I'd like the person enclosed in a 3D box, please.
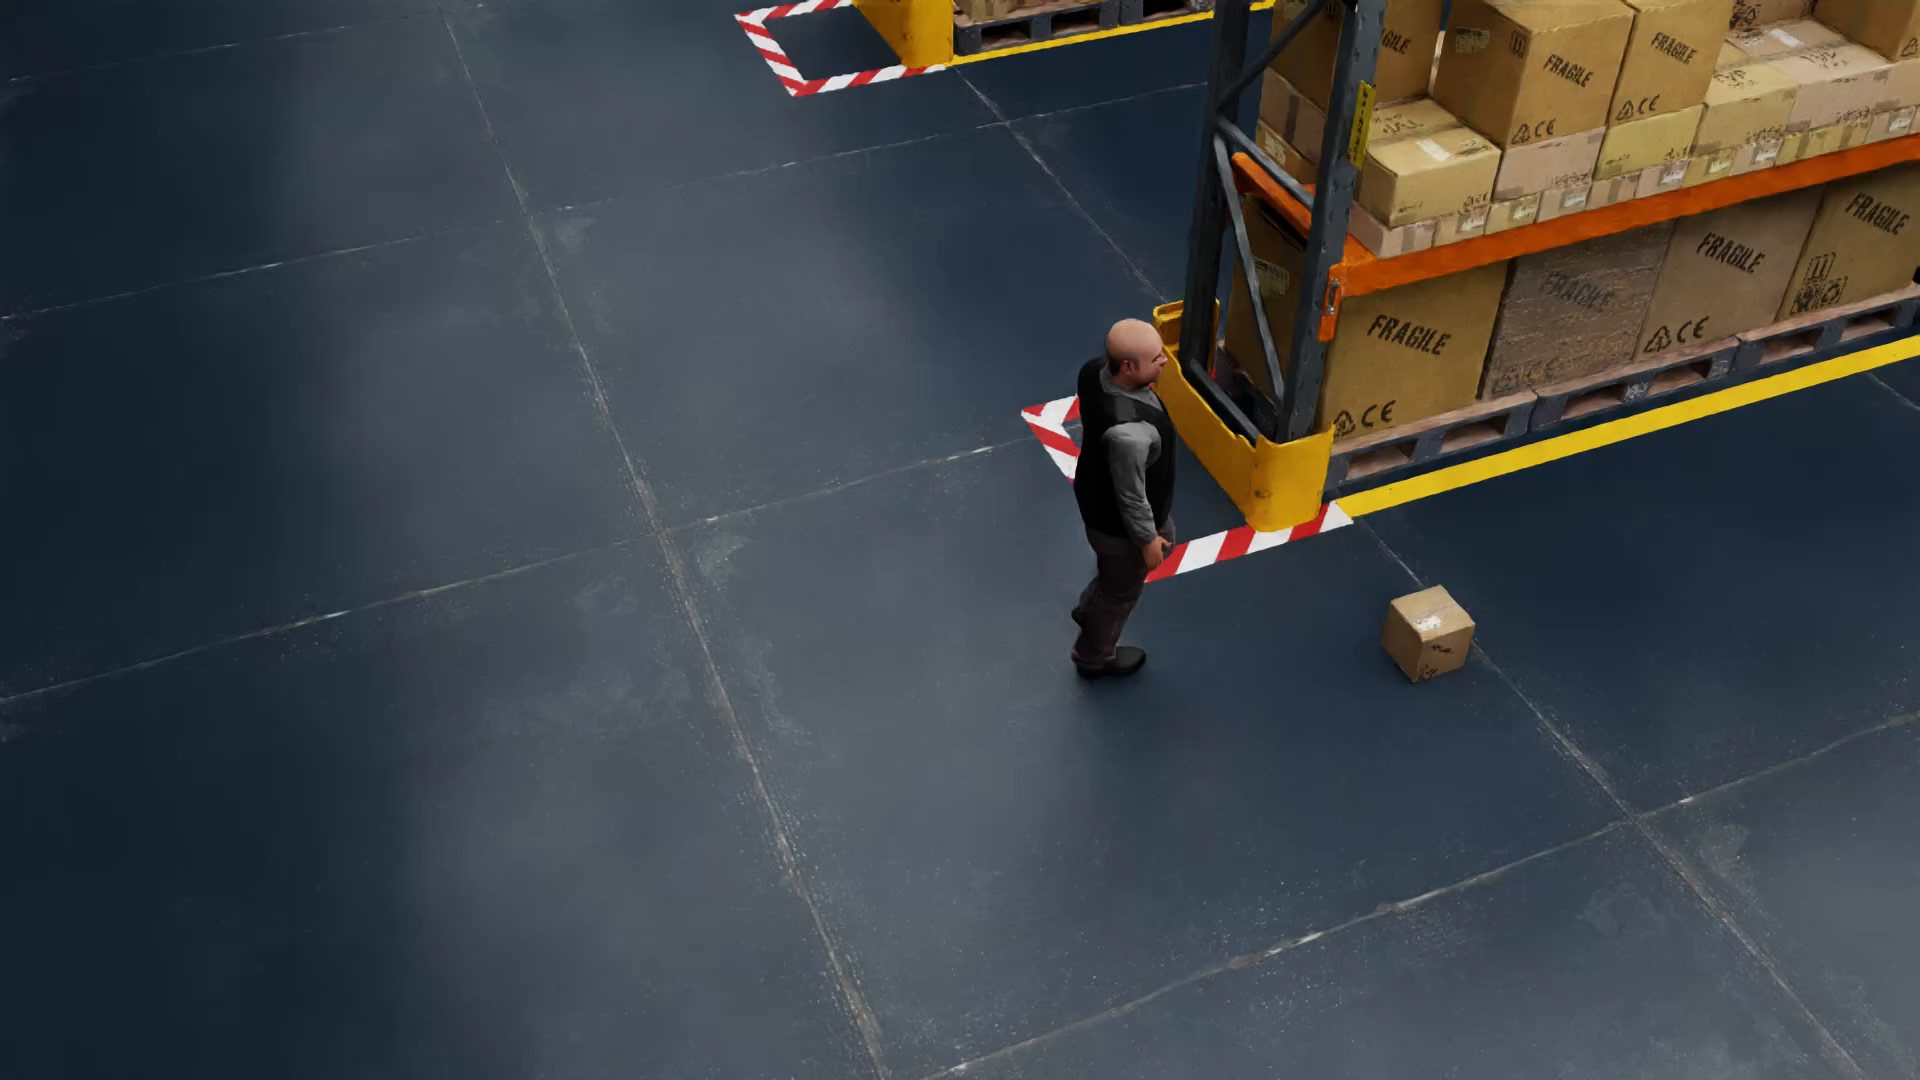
[{"bbox_3d":[0.662,-0.113,6.286,0.445,1.740,0.581,-5,42,-5],"label":"person"}]
